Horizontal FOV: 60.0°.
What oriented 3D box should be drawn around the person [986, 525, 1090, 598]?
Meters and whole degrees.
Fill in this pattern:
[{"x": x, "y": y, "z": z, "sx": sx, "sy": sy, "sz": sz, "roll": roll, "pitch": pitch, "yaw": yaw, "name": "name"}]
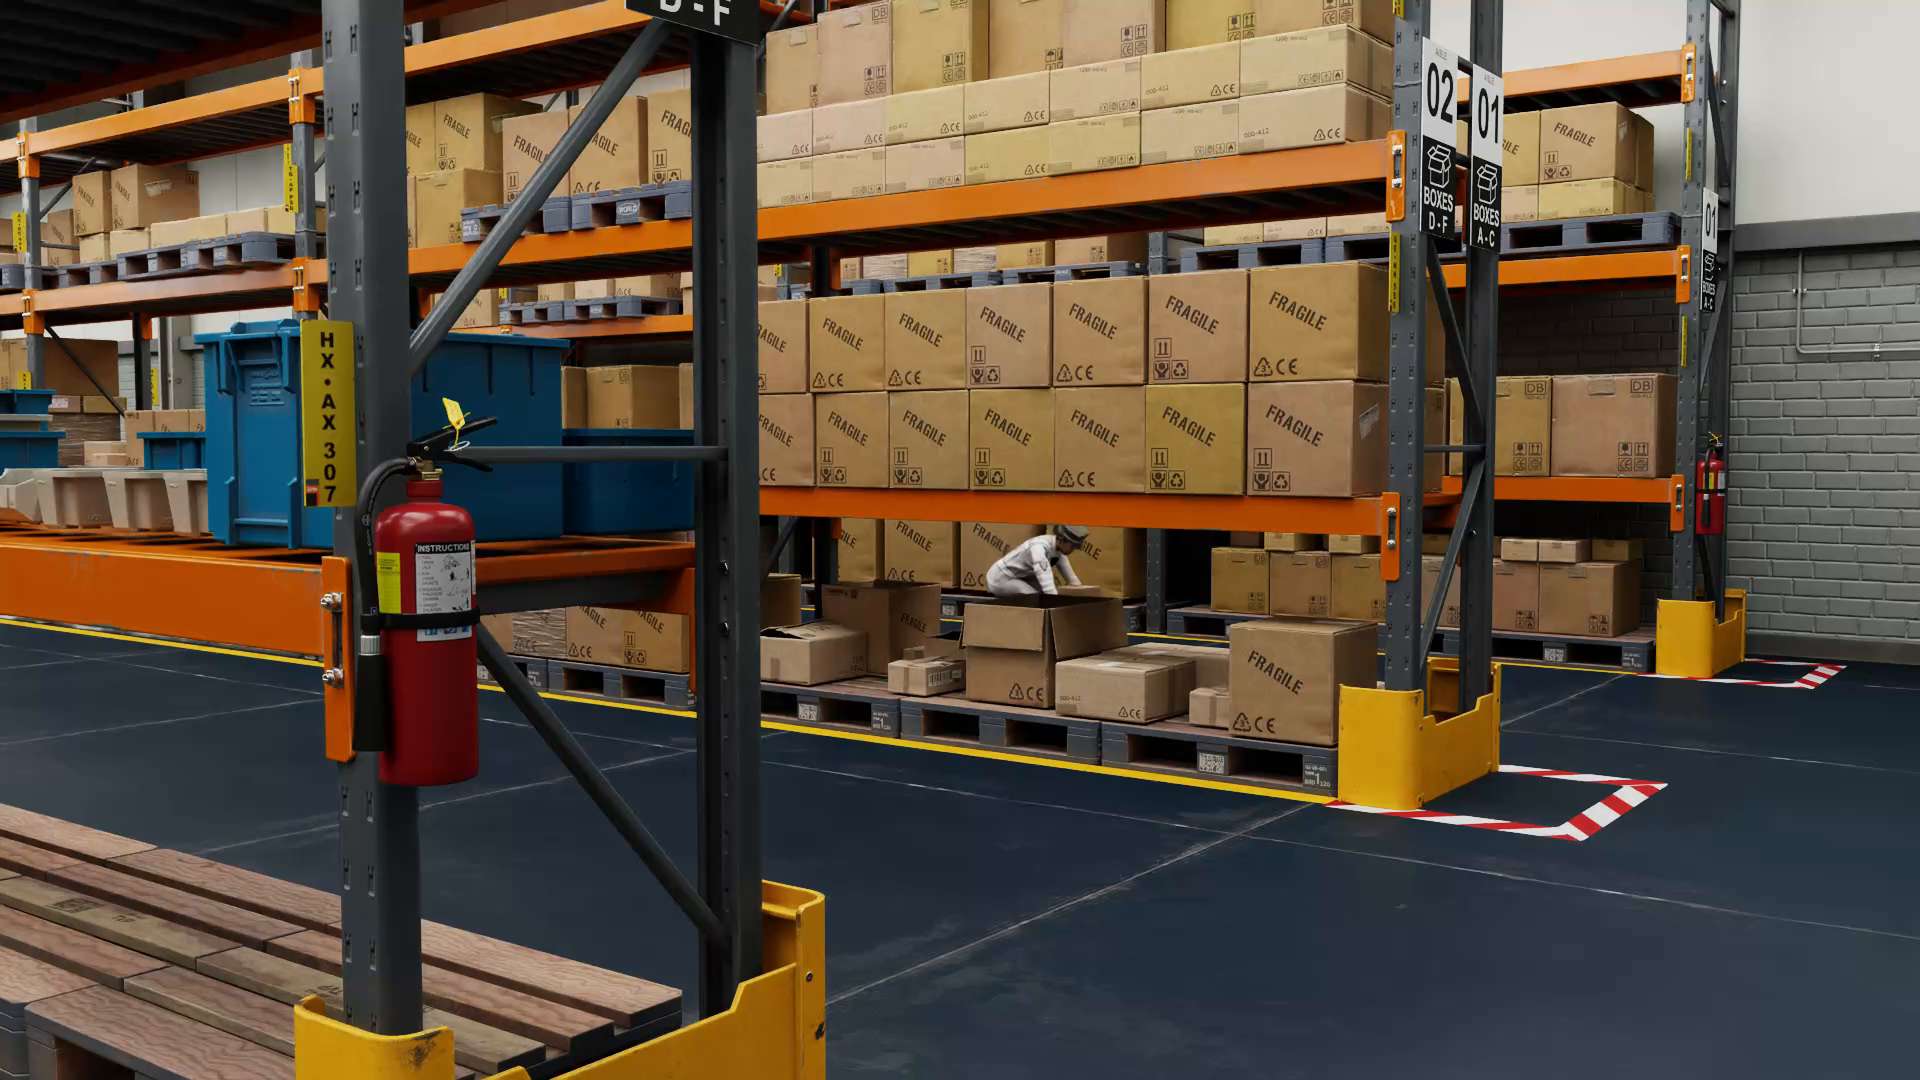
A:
[{"x": 0.614, "y": 0.310, "z": 12.838, "sx": 0.825, "sy": 0.974, "sz": 0.490, "roll": 2, "pitch": 4, "yaw": 35, "name": "person"}]
